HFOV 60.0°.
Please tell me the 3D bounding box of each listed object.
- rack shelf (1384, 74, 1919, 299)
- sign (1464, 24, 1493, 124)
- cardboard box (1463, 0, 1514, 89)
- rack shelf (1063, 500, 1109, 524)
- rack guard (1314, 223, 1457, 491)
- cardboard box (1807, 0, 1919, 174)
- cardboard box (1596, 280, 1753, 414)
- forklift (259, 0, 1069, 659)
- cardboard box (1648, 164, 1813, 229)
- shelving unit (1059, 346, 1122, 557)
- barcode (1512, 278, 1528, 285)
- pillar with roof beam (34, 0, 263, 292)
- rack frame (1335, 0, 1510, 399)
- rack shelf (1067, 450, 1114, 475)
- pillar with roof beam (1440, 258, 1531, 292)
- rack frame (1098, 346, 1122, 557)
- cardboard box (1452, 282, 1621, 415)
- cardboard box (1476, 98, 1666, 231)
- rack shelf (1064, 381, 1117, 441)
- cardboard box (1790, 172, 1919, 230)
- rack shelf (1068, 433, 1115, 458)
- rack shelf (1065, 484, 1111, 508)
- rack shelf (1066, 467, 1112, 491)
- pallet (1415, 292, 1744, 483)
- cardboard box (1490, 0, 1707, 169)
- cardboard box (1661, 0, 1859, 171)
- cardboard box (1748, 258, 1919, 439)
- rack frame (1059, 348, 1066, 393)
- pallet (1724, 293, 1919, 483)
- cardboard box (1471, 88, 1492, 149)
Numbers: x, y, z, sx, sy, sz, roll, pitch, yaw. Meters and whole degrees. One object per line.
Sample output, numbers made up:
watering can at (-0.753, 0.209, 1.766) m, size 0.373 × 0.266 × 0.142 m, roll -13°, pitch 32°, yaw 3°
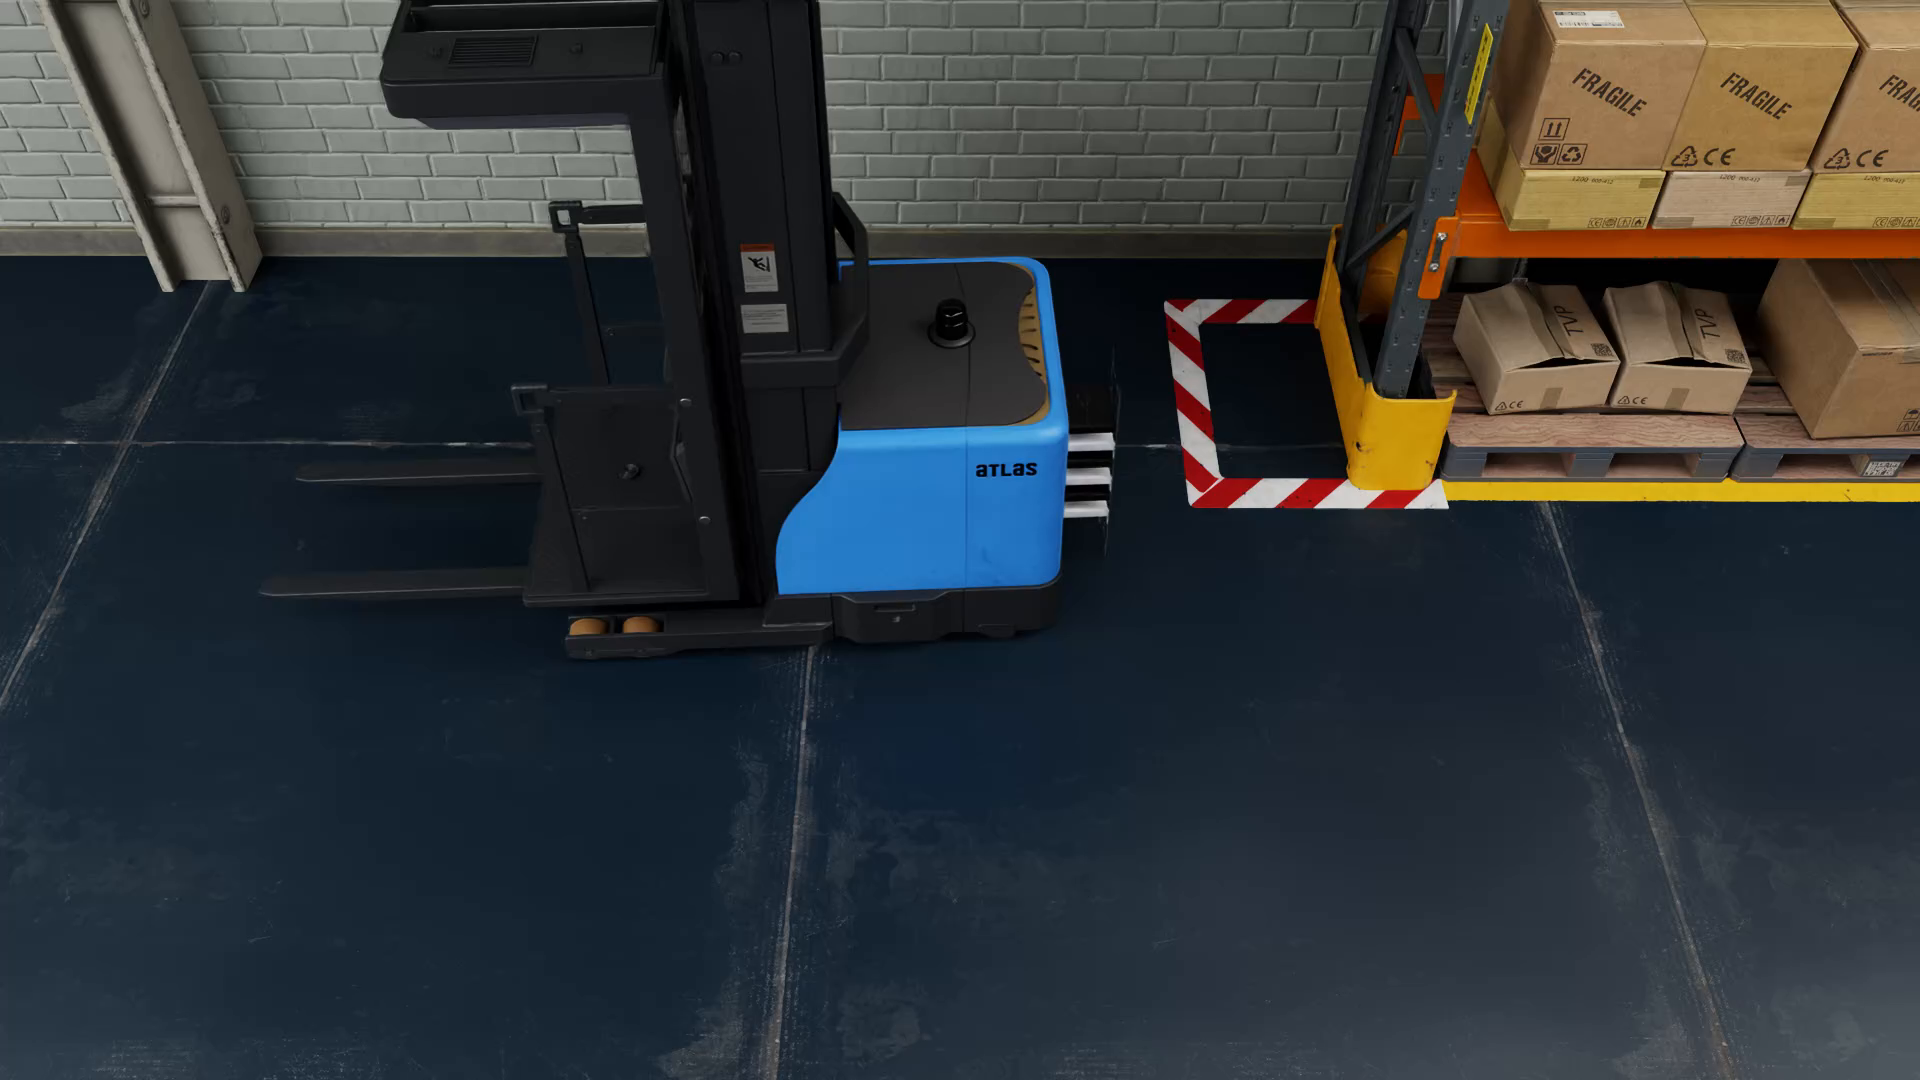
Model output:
rack shelf at (3.733, -1.408, 6.503) m, size 4.000 × 0.370 × 1.077 m, roll 0°, pitch 47°, yaw 0°
sign at (1.731, -1.556, 5.558) m, size 0.005 × 0.325 × 0.100 m, roll 0°, pitch 47°, yaw 0°
cardboard box at (2.205, -2.024, 6.161) m, size 0.500 × 0.500 × 0.500 m, roll 0°, pitch 47°, yaw 0°
rack shelf at (0.476, -0.178, 6.592) m, size 0.200 × 0.077 × 0.258 m, roll -2°, pitch 47°, yaw -2°
rack guard at (1.809, -0.806, 7.159) m, size 0.348 × 0.500 × 1.175 m, roll 0°, pitch 47°, yaw 0°
cardboard box at (3.220, -1.634, 5.798) m, size 0.500 × 0.500 × 0.500 m, roll -1°, pitch 47°, yaw -1°
cardboard box at (2.994, -0.823, 7.003) m, size 0.500 × 0.311 × 0.500 m, roll 4°, pitch 47°, yaw 3°
forklift at (-1.145, -0.944, 5.626) m, size 3.031 × 2.935 × 1.130 m, roll -2°, pitch 47°, yaw -2°
cardboard box at (2.739, -1.389, 6.083) m, size 0.500 × 0.250 × 0.500 m, roll -1°, pitch 47°, yaw -1°
shelving unit at (0.476, -0.323, 6.436) m, size 0.210 × 0.900 × 0.258 m, roll -2°, pitch 47°, yaw -2°
barcode at (2.444, -1.120, 7.274) m, size 0.075 × 0.075 × 0.001 m, roll 0°, pitch 47°, yaw 0°
pillar with roof beam at (-3.580, -1.199, 1.718) m, size 0.400 × 9.000 × 9.100 m, roll 0°, pitch 47°, yaw 0°
rack frame at (1.733, -1.658, 6.244) m, size 0.127 × 3.000 × 1.000 m, roll 0°, pitch 47°, yaw 0°
rack shelf at (0.476, -0.362, 6.394) m, size 0.200 × 0.077 × 0.258 m, roll -2°, pitch 47°, yaw -2°
pillar with roof beam at (2.420, -1.182, 1.703) m, size 0.400 × 9.000 × 9.100 m, roll 0°, pitch 47°, yaw 0°
rack frame at (0.577, -0.326, 6.439) m, size 0.006 × 0.900 × 0.240 m, roll -2°, pitch 47°, yaw -2°
cardboard box at (2.424, -0.824, 7.004) m, size 0.500 × 0.311 × 0.500 m, roll -5°, pitch 47°, yaw -4°
cardboard box at (2.220, -1.380, 6.074) m, size 0.500 × 0.250 × 0.500 m, roll -1°, pitch 47°, yaw -1°
rack shelf at (0.476, -0.484, 6.263) m, size 0.200 × 0.077 × 0.258 m, roll -2°, pitch 47°, yaw -2°
cardboard box at (3.248, -1.384, 6.077) m, size 0.500 × 0.250 × 0.500 m, roll -1°, pitch 47°, yaw 0°
rack shelf at (0.476, -0.423, 6.328) m, size 0.200 × 0.077 × 0.258 m, roll -2°, pitch 47°, yaw -2°
rack shelf at (0.476, -0.239, 6.526) m, size 0.200 × 0.077 × 0.258 m, roll -2°, pitch 47°, yaw -2°
rack shelf at (0.476, -0.300, 6.460) m, size 0.200 × 0.077 × 0.258 m, roll -2°, pitch 47°, yaw -2°
pallet at (2.621, -0.680, 7.239) m, size 1.213 × 0.211 × 1.003 m, roll 0°, pitch 47°, yaw 0°
cardboard box at (2.209, -1.648, 5.811) m, size 0.500 × 0.500 × 0.500 m, roll 0°, pitch 47°, yaw 0°
cardboard box at (2.703, -1.640, 5.803) m, size 0.500 × 0.500 × 0.500 m, roll 0°, pitch 47°, yaw 0°
cardboard box at (3.728, -0.849, 6.898) m, size 0.500 × 0.500 × 0.700 m, roll -3°, pitch 47°, yaw -2°
rack frame at (0.374, -0.319, 6.433) m, size 0.006 × 0.900 × 0.240 m, roll -2°, pitch 47°, yaw -2°
pallet at (3.838, -0.675, 7.234) m, size 1.213 × 0.211 × 1.003 m, roll 0°, pitch 47°, yaw 0°
cardboard box at (2.201, -1.755, 6.423) m, size 0.500 × 0.250 × 0.500 m, roll 1°, pitch 47°, yaw 1°
